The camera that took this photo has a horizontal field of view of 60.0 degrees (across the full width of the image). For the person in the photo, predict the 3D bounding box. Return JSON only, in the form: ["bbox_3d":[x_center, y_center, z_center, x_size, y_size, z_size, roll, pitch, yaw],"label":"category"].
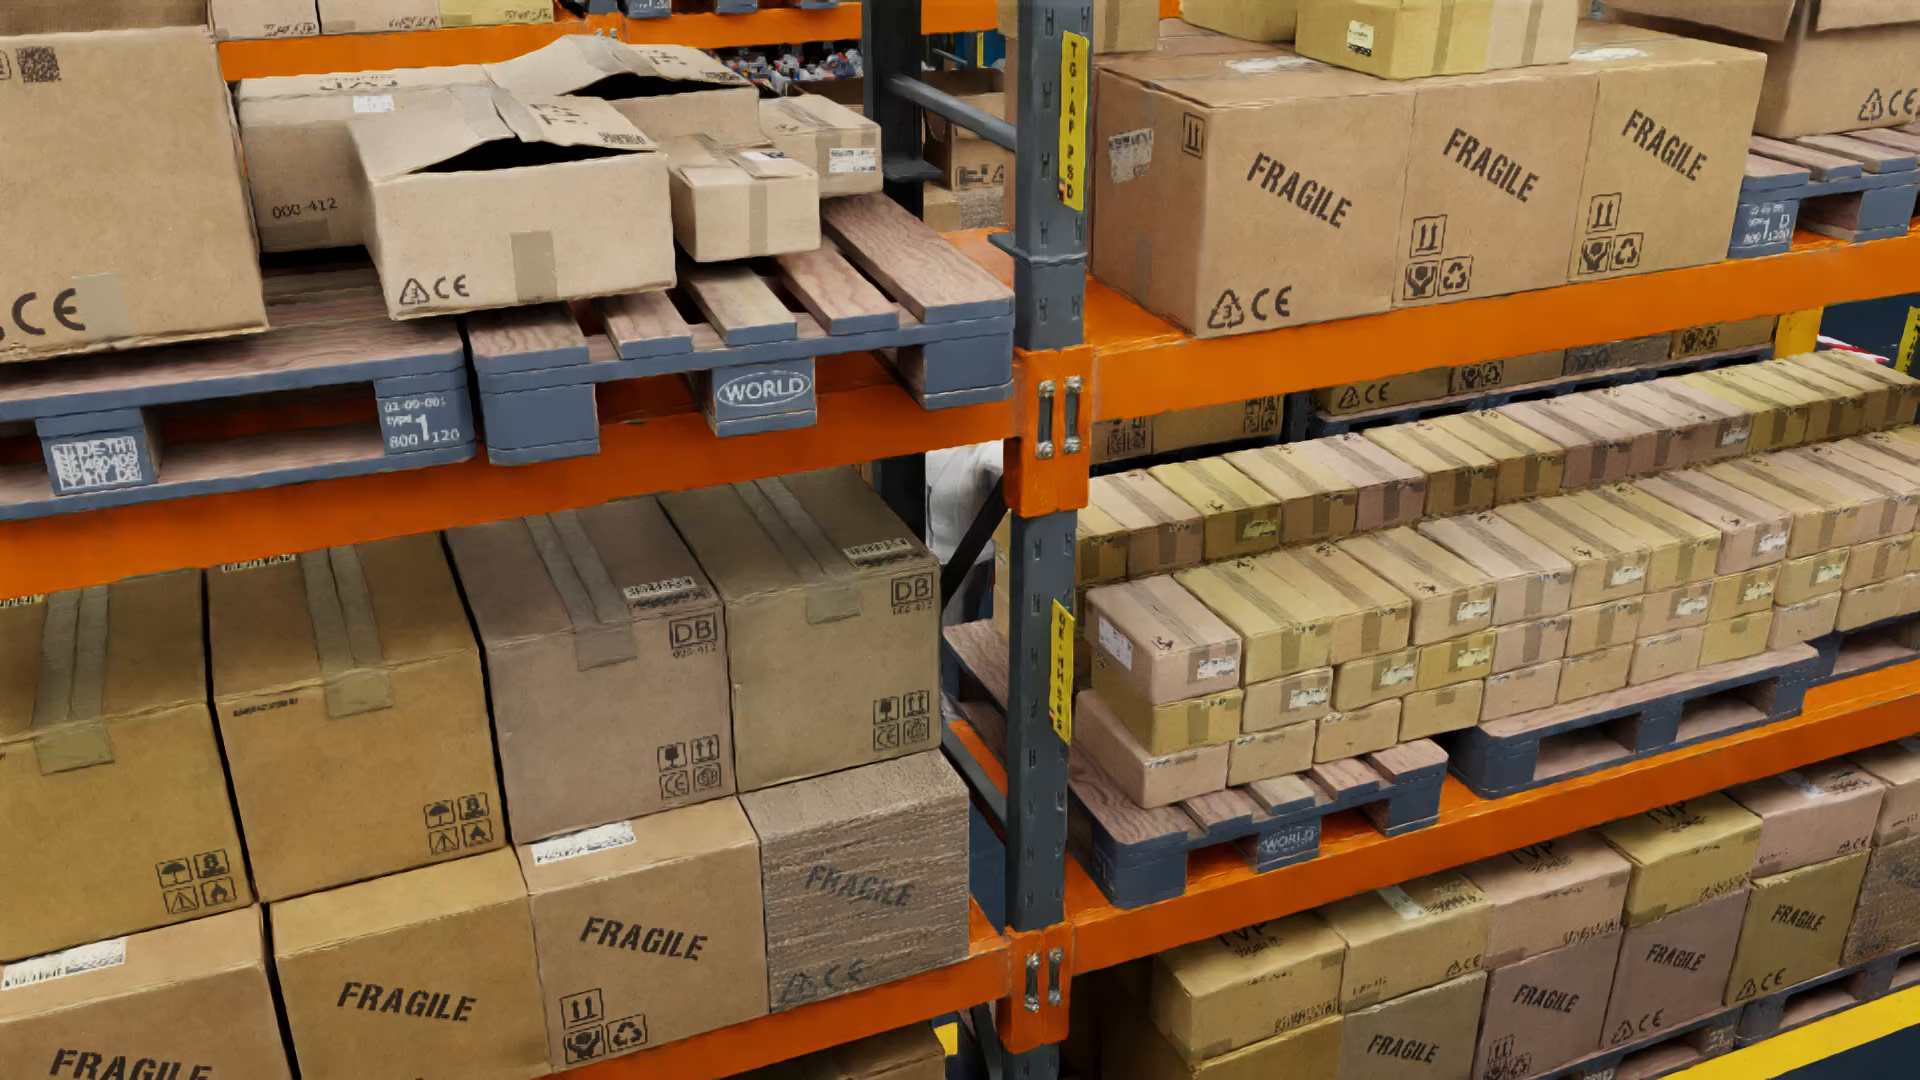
[{"bbox_3d":[-0.014,0.017,7.056,0.605,1.754,0.559,17,31,31],"label":"person"}]
